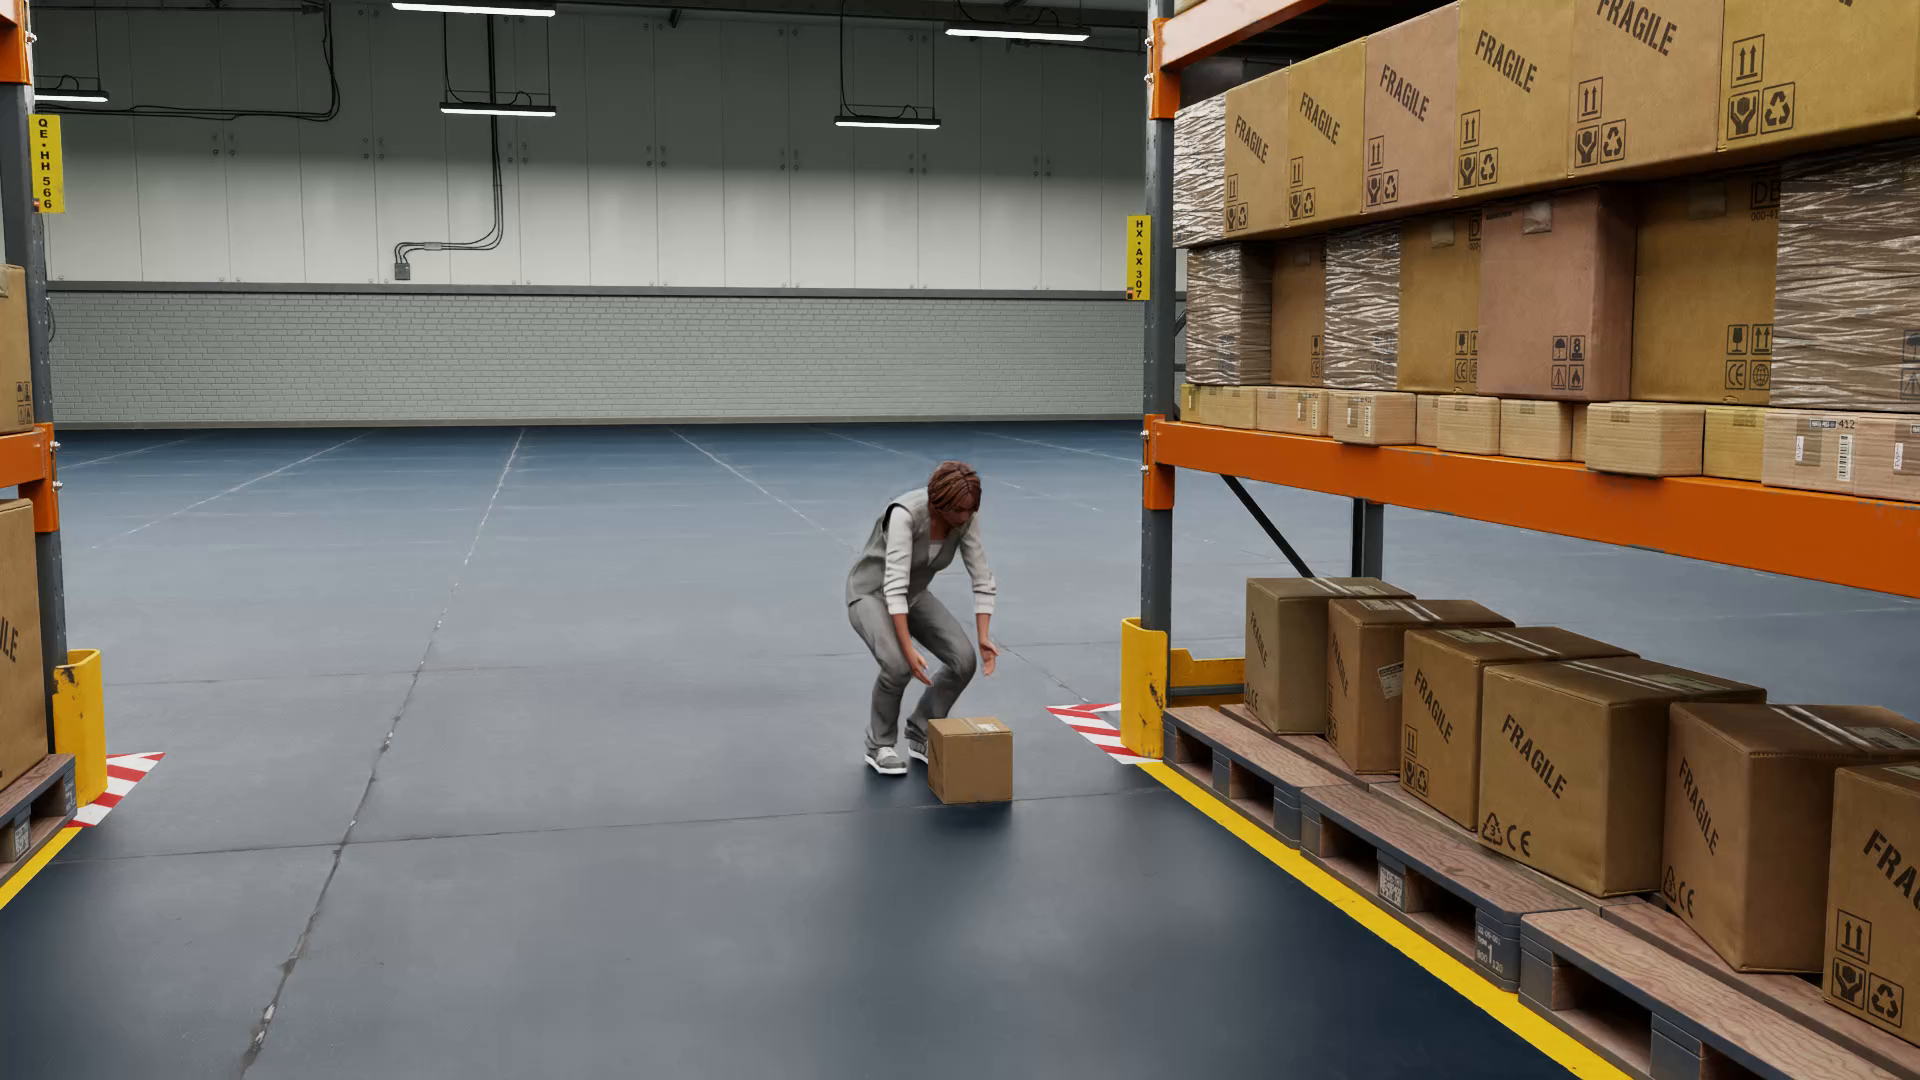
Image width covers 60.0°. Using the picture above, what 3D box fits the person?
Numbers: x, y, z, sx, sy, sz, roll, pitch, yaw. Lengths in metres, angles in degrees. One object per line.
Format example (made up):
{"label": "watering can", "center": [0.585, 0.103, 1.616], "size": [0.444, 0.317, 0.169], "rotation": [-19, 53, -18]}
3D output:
{"label": "person", "center": [-0.142, 0.285, 6.255], "size": [0.461, 1.171, 0.713], "rotation": [-4, 7, -30]}
